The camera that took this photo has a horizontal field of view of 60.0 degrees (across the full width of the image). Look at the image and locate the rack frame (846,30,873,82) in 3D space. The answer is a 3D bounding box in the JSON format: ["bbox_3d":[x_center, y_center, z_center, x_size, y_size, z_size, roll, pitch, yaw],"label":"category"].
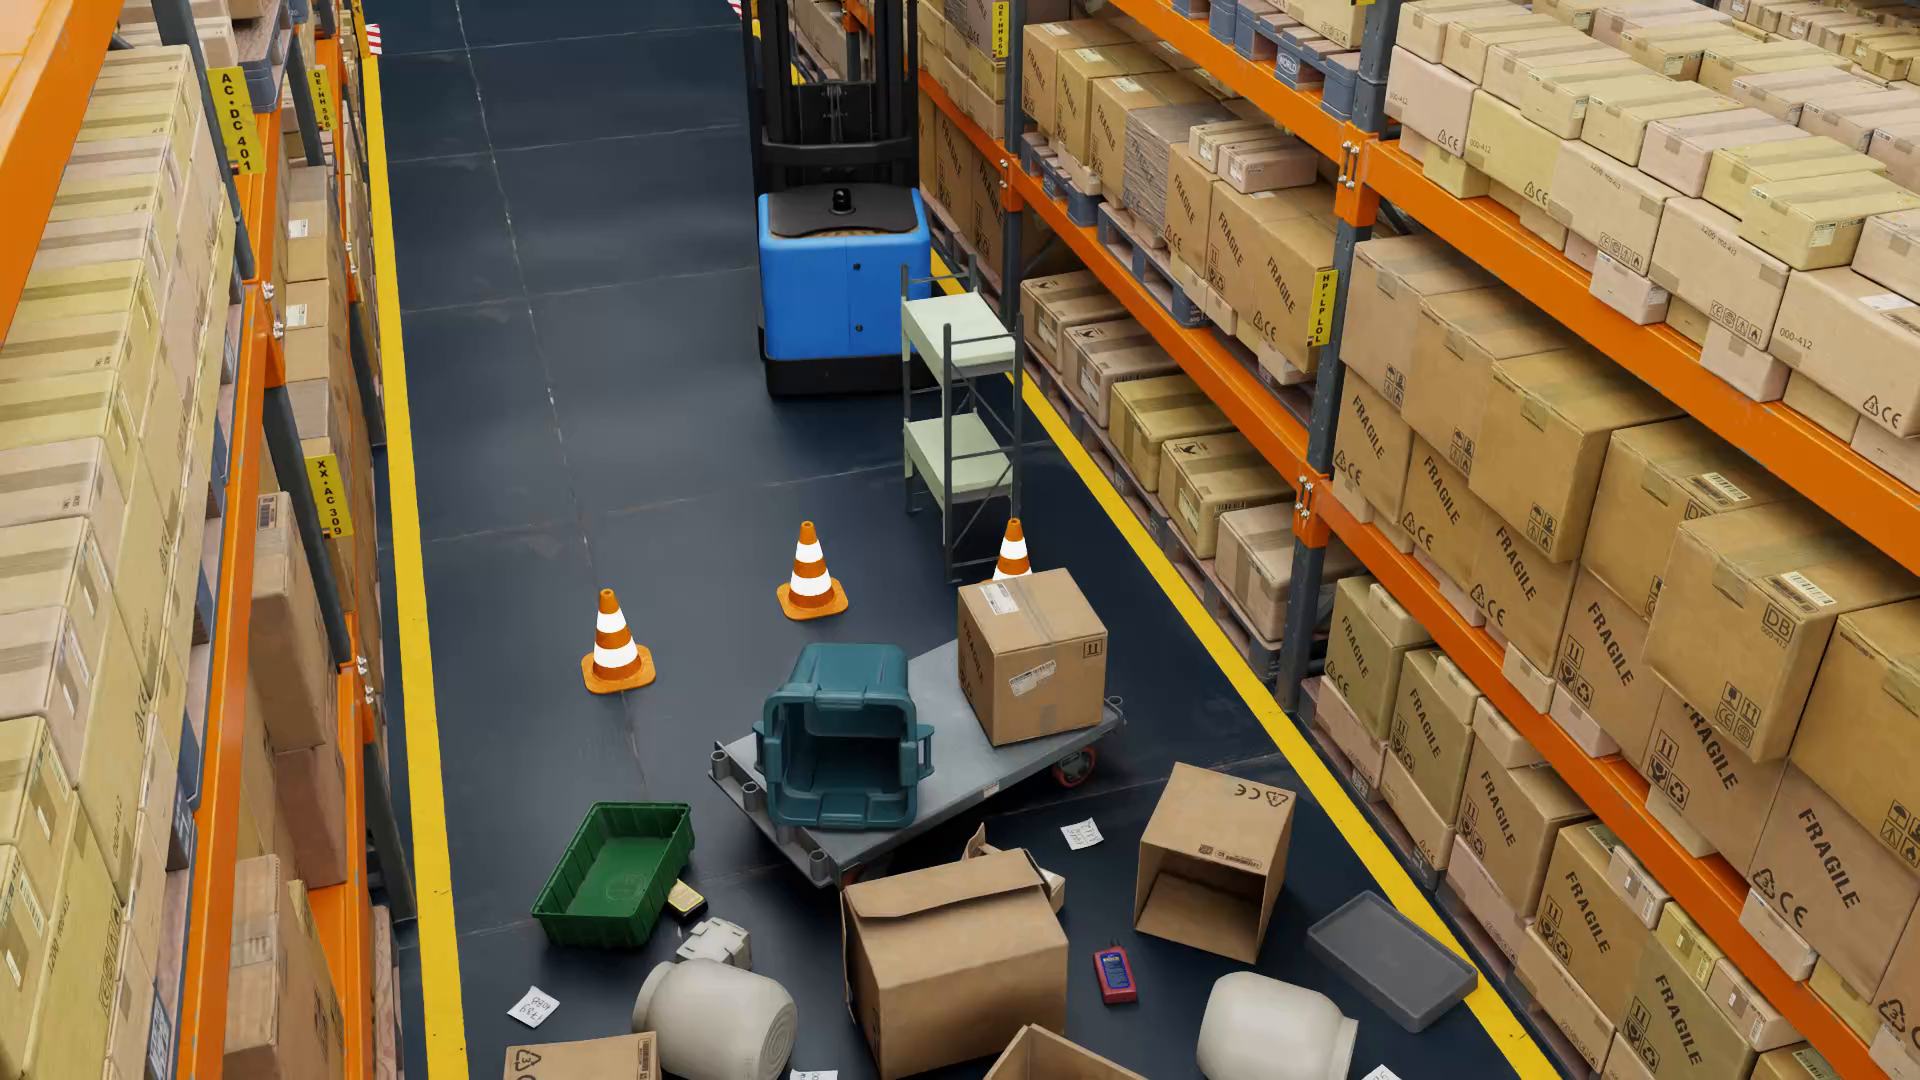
[{"bbox_3d":[-0.451,-4.745,13.529,1.000,3.000,0.127,-10,35,-15],"label":"rack frame"}]

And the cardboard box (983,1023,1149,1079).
[{"bbox_3d":[0.262,2.101,5.434,0.637,0.503,0.797,19,38,26],"label":"cardboard box"}]

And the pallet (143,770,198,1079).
[{"bbox_3d":[-1.711,0.839,2.439,1.003,0.211,1.213,-10,35,-15],"label":"pallet"}]

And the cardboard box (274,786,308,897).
[{"bbox_3d":[-2.329,1.058,4.611,0.875,0.550,0.550,-10,35,-15],"label":"cardboard box"}]

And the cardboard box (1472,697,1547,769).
[{"bbox_3d":[2.136,0.685,6.156,0.380,0.149,0.250,-8,34,-12],"label":"cardboard box"}]

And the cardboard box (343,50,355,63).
[{"bbox_3d":[-5.592,-4.298,14.788,0.380,0.149,0.250,-10,35,-14],"label":"cardboard box"}]

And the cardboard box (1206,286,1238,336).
[{"bbox_3d":[1.393,-1.109,7.874,0.380,0.149,0.250,-11,35,-16],"label":"cardboard box"}]

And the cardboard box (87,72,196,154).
[{"bbox_3d":[-2.202,-1.084,4.301,0.380,0.149,0.250,-10,35,-15],"label":"cardboard box"}]

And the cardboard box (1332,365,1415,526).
[{"bbox_3d":[1.858,-0.432,6.643,0.500,0.500,0.500,-10,35,-15],"label":"cardboard box"}]

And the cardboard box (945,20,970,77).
[{"bbox_3d":[0.219,-3.271,10.981,0.500,0.250,0.500,-11,35,-16],"label":"cardboard box"}]

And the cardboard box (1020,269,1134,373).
[{"bbox_3d":[0.932,-1.425,10.508,0.950,0.372,0.625,-12,35,-18],"label":"cardboard box"}]

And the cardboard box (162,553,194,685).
[{"bbox_3d":[-1.658,0.181,3.110,0.380,0.149,0.250,-10,35,-15],"label":"cardboard box"}]

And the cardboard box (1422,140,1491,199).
[{"bbox_3d":[1.875,-1.339,5.882,0.380,0.149,0.250,-10,35,-15],"label":"cardboard box"}]

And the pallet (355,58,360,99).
[{"bbox_3d":[-6.118,-4.324,15.421,1.003,0.211,1.213,-10,35,-15],"label":"pallet"}]

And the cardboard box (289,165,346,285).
[{"bbox_3d":[-3.521,-1.610,8.694,0.500,0.500,0.500,-10,35,-15],"label":"cardboard box"}]

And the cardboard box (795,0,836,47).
[{"bbox_3d":[-1.088,-5.142,16.074,0.875,0.438,0.875,-9,35,-13],"label":"cardboard box"}]

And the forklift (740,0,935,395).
[{"bbox_3d":[-0.836,-2.915,10.823,1.130,2.935,3.031,-3,34,-5],"label":"forklift"}]

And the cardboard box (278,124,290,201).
[{"bbox_3d":[-3.787,-1.981,8.348,0.700,0.500,0.500,-10,35,-15],"label":"cardboard box"}]

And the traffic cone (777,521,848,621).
[{"bbox_3d":[-0.763,0.114,8.477,0.336,0.463,0.334,-10,35,-15],"label":"traffic cone"}]

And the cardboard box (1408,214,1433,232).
[{"bbox_3d":[2.182,-1.463,7.232,0.380,0.149,0.250,-10,35,-15],"label":"cardboard box"}]

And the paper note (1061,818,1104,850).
[{"bbox_3d":[0.526,1.259,7.136,0.148,0.019,0.142,-10,35,-15],"label":"paper note"}]

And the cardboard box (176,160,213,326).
[{"bbox_3d":[-2.146,-0.708,4.094,0.500,0.250,0.500,-10,35,-15],"label":"cardboard box"}]

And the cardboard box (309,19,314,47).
[{"bbox_3d":[-4.671,-3.487,11.473,0.380,0.149,0.250,-10,35,-15],"label":"cardboard box"}]

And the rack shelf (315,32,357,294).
[{"bbox_3d":[-4.525,-2.509,10.798,1.077,0.370,4.000,-10,35,-15],"label":"rack shelf"}]

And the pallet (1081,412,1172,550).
[{"bbox_3d":[1.374,-0.431,9.531,1.003,0.211,1.213,-10,35,-15],"label":"pallet"}]

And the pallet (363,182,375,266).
[{"bbox_3d":[-4.896,-2.287,12.339,1.003,0.211,1.213,-10,35,-15],"label":"pallet"}]

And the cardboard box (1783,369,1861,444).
[{"bbox_3d":[2.470,-0.408,4.474,0.380,0.149,0.250,-11,35,-16],"label":"cardboard box"}]

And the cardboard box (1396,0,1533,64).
[{"bbox_3d":[1.774,-1.804,5.862,0.380,0.149,0.250,-11,35,-16],"label":"cardboard box"}]

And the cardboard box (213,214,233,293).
[{"bbox_3d":[-2.202,-0.753,4.523,0.380,0.149,0.250,-9,35,-14],"label":"cardboard box"}]

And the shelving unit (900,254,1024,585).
[{"bbox_3d":[0.002,-0.622,8.651,0.431,1.500,0.755,-10,35,-15],"label":"shelving unit"}]

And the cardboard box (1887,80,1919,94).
[{"bbox_3d":[5.871,-2.548,9.888,0.500,0.250,0.500,-10,35,-14],"label":"cardboard box"}]

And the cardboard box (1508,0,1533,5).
[{"bbox_3d":[2.192,-2.283,6.838,0.500,0.250,0.500,-11,35,-16],"label":"cardboard box"}]

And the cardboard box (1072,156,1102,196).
[{"bbox_3d":[0.849,-2.060,9.313,0.380,0.149,0.250,-10,35,-14],"label":"cardboard box"}]

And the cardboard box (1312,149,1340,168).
[{"bbox_3d":[1.828,-1.705,8.187,0.500,0.500,0.500,-10,35,-15],"label":"cardboard box"}]

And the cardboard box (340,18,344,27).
[{"bbox_3d":[-5.711,-4.555,14.908,0.380,0.149,0.250,-11,35,-17],"label":"cardboard box"}]

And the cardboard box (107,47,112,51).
[{"bbox_3d":[-3.281,-1.676,5.829,0.500,0.250,0.500,-10,35,-15],"label":"cardboard box"}]

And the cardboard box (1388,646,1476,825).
[{"bbox_3d":[2.086,0.749,6.648,0.500,0.500,0.500,-9,34,-13],"label":"cardboard box"}]

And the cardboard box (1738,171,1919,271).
[{"bbox_3d":[2.325,-0.851,4.420,0.380,0.149,0.250,-9,35,-14],"label":"cardboard box"}]

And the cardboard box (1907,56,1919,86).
[{"bbox_3d":[5.887,-2.781,9.877,0.380,0.149,0.250,-10,35,-15],"label":"cardboard box"}]

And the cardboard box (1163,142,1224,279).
[{"bbox_3d":[1.325,-1.622,8.061,0.500,0.500,0.500,-9,34,-13],"label":"cardboard box"}]

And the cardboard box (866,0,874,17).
[{"bbox_3d":[-0.409,-4.135,12.743,0.500,0.250,0.500,-11,35,-16],"label":"cardboard box"}]

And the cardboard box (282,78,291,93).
[{"bbox_3d":[-3.956,-2.494,9.430,0.380,0.149,0.250,-11,35,-16],"label":"cardboard box"}]

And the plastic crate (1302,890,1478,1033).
[{"bbox_3d":[1.687,1.636,6.521,0.402,0.080,0.583,-23,40,-31],"label":"plastic crate"}]

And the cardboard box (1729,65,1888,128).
[{"bbox_3d":[2.626,-1.350,5.175,0.380,0.149,0.250,-11,35,-16],"label":"cardboard box"}]

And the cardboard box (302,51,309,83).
[{"bbox_3d":[-4.265,-2.917,10.340,0.380,0.149,0.250,-10,35,-15],"label":"cardboard box"}]

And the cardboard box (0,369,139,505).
[{"bbox_3d":[-1.660,-0.151,2.890,0.380,0.149,0.250,-10,35,-15],"label":"cardboard box"}]

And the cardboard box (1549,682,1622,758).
[{"bbox_3d":[2.264,0.580,5.698,0.380,0.149,0.250,-10,35,-15],"label":"cardboard box"}]

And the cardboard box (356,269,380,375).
[{"bbox_3d":[-3.887,-1.306,10.211,0.500,0.500,0.500,-11,35,-17],"label":"cardboard box"}]

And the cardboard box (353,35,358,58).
[{"bbox_3d":[-5.821,-4.586,15.494,0.380,0.149,0.250,-9,35,-13],"label":"cardboard box"}]

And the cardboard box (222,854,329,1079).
[{"bbox_3d":[-1.848,1.137,3.513,0.875,0.550,0.550,-10,35,-15],"label":"cardboard box"}]

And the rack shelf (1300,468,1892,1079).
[{"bbox_3d":[2.599,0.806,5.782,1.077,0.370,4.000,-10,35,-15],"label":"rack shelf"}]

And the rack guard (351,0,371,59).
[{"bbox_3d":[-6.332,-4.877,15.996,1.175,0.500,0.348,-10,35,-15],"label":"rack guard"}]

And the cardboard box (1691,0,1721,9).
[{"bbox_3d":[5.487,-3.995,11.922,0.500,0.500,0.500,-8,34,-12],"label":"cardboard box"}]

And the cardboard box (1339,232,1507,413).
[{"bbox_3d":[1.917,-0.860,6.383,0.700,0.500,0.500,-10,35,-15],"label":"cardboard box"}]
